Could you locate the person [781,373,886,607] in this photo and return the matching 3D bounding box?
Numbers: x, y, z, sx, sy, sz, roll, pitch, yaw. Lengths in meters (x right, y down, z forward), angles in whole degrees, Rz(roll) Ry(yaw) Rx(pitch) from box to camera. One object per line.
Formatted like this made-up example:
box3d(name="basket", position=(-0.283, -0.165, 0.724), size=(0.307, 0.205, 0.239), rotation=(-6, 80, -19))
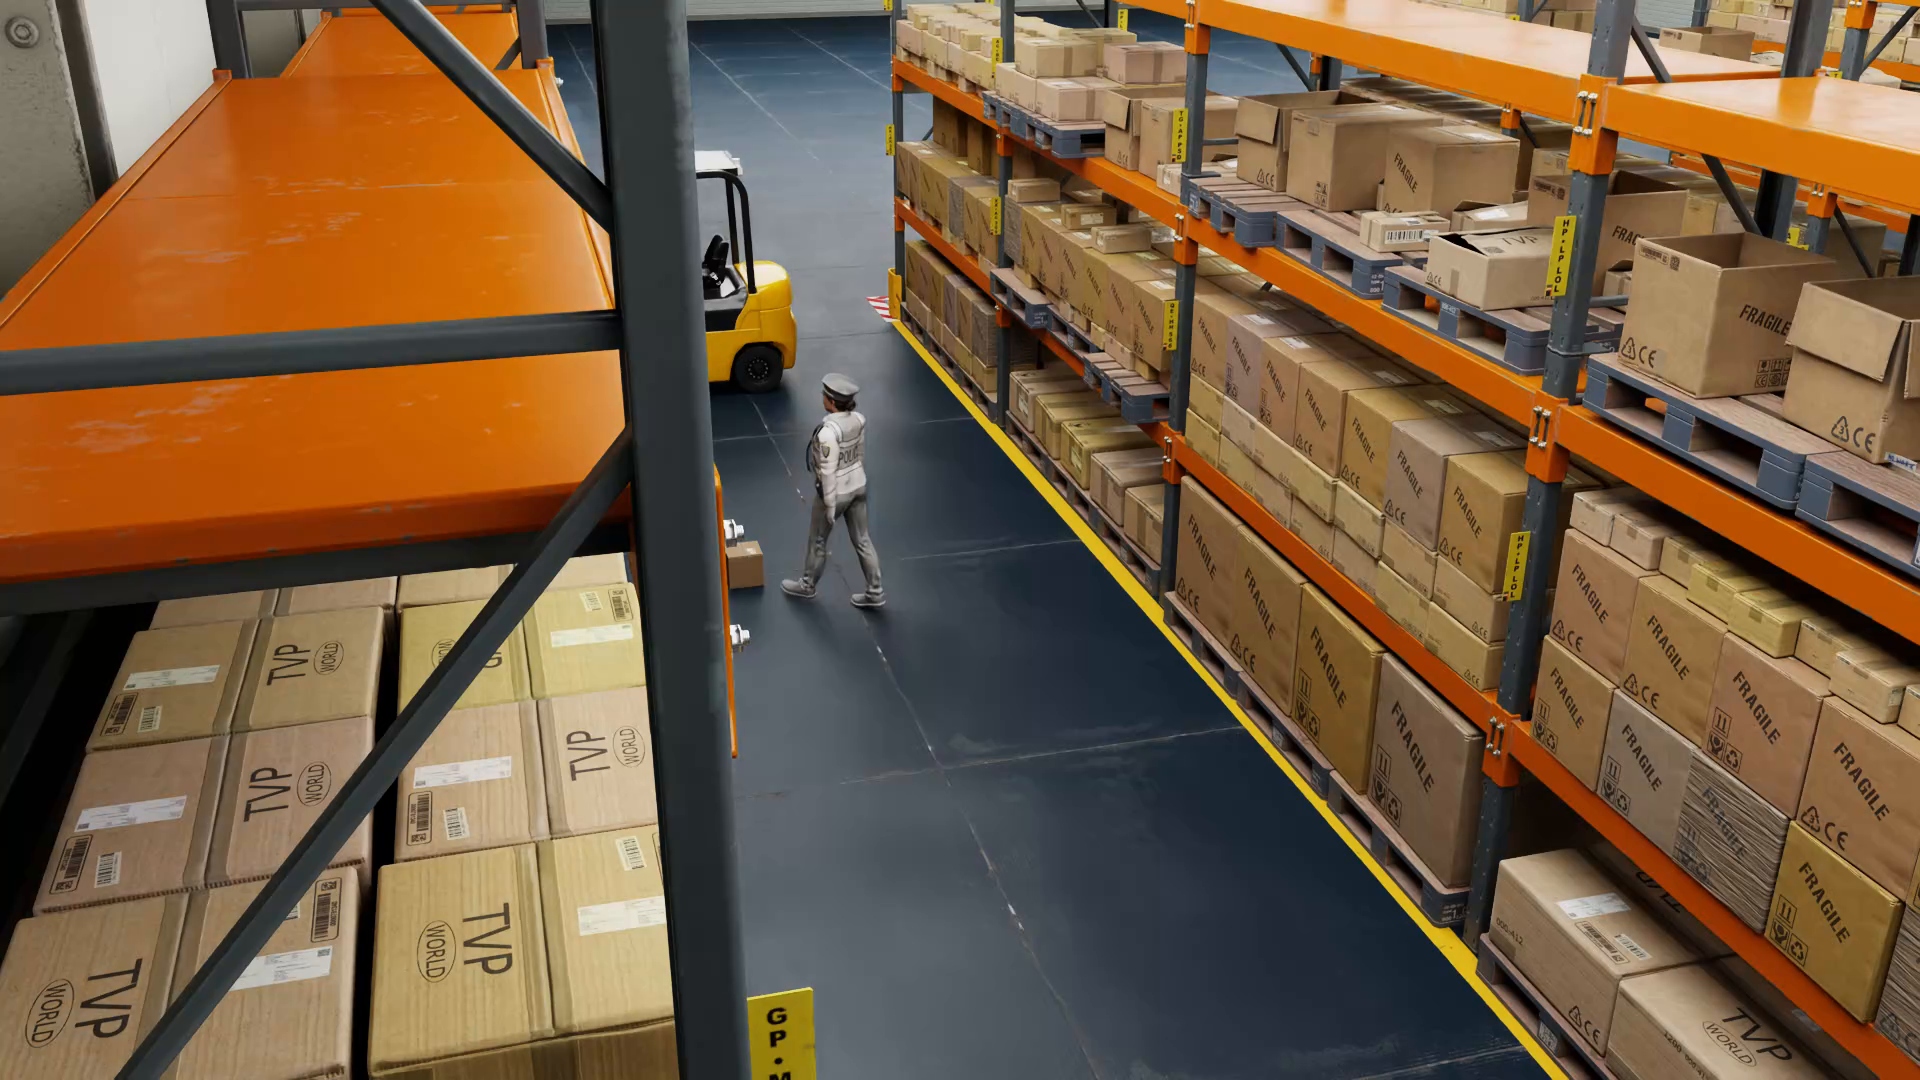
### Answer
box3d(name="person", position=(-0.870, -0.354, 11.421), size=(0.800, 1.666, 0.490), rotation=(16, 28, 33))
